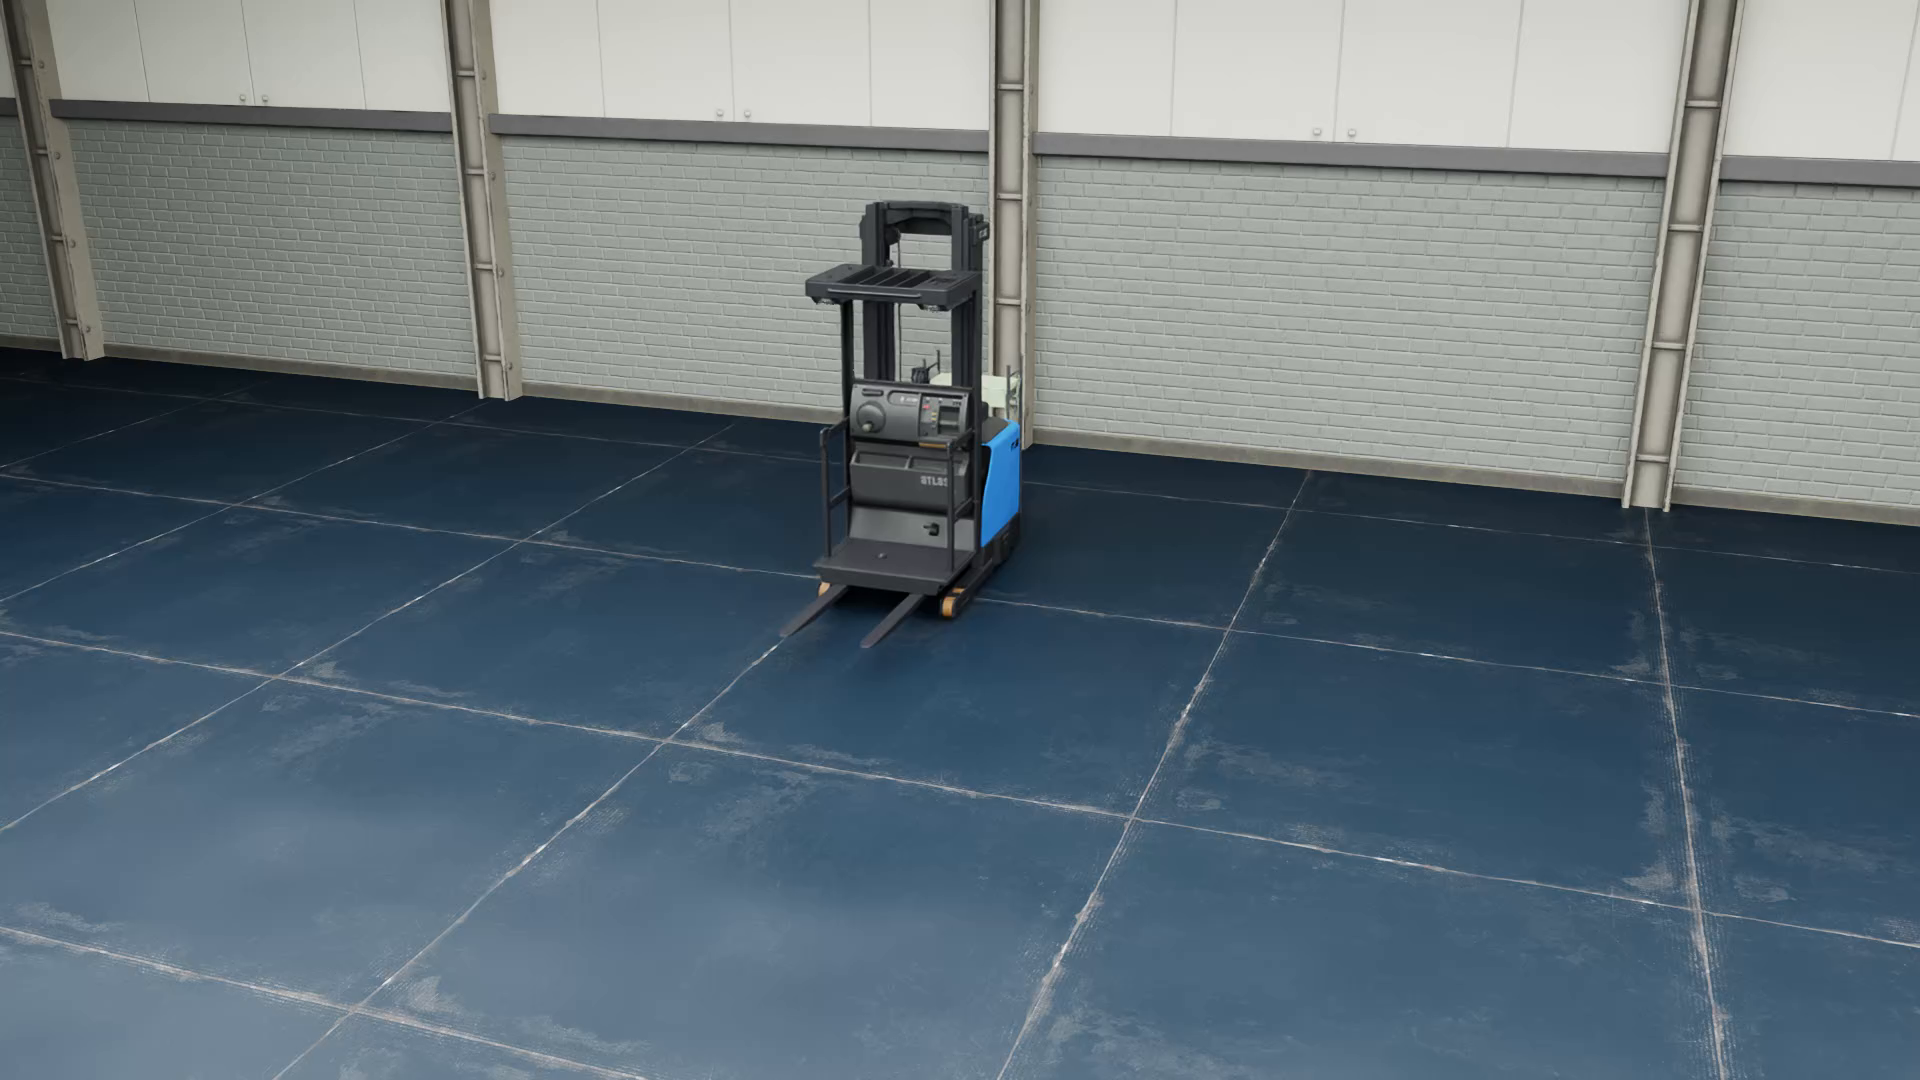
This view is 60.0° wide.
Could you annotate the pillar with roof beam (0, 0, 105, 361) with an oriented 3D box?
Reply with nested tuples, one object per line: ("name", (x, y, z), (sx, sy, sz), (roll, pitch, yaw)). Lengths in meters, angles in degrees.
("pillar with roof beam", (-12.239, -5.174, 15.249), (0.400, 9.000, 9.100), (7, 20, 18))

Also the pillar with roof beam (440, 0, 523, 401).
("pillar with roof beam", (-6.572, -4.526, 13.390), (0.400, 9.000, 9.100), (7, 20, 18))

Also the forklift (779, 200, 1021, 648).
("forklift", (-0.451, -0.949, 12.345), (1.130, 2.935, 3.031), (6, 20, 18))

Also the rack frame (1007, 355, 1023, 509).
("rack frame", (0.457, -0.783, 14.045), (0.023, 1.500, 0.400), (6, 20, 18))

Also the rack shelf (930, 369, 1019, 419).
("rack shelf", (0.110, -1.191, 14.028), (0.720, 0.370, 0.431), (6, 20, 18))

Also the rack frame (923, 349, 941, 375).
("rack frame", (-0.236, -0.861, 14.268), (0.023, 1.500, 0.400), (6, 20, 18))

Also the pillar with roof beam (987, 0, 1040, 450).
("pillar with roof beam", (-0.904, -3.878, 11.530), (0.400, 9.000, 9.100), (7, 20, 18))

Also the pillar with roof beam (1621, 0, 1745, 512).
("pillar with roof beam", (4.764, -3.230, 9.671), (0.400, 9.000, 9.100), (7, 20, 18))

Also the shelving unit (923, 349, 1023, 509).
("shelving unit", (0.110, -0.822, 14.157), (0.755, 1.500, 0.431), (6, 20, 18))
